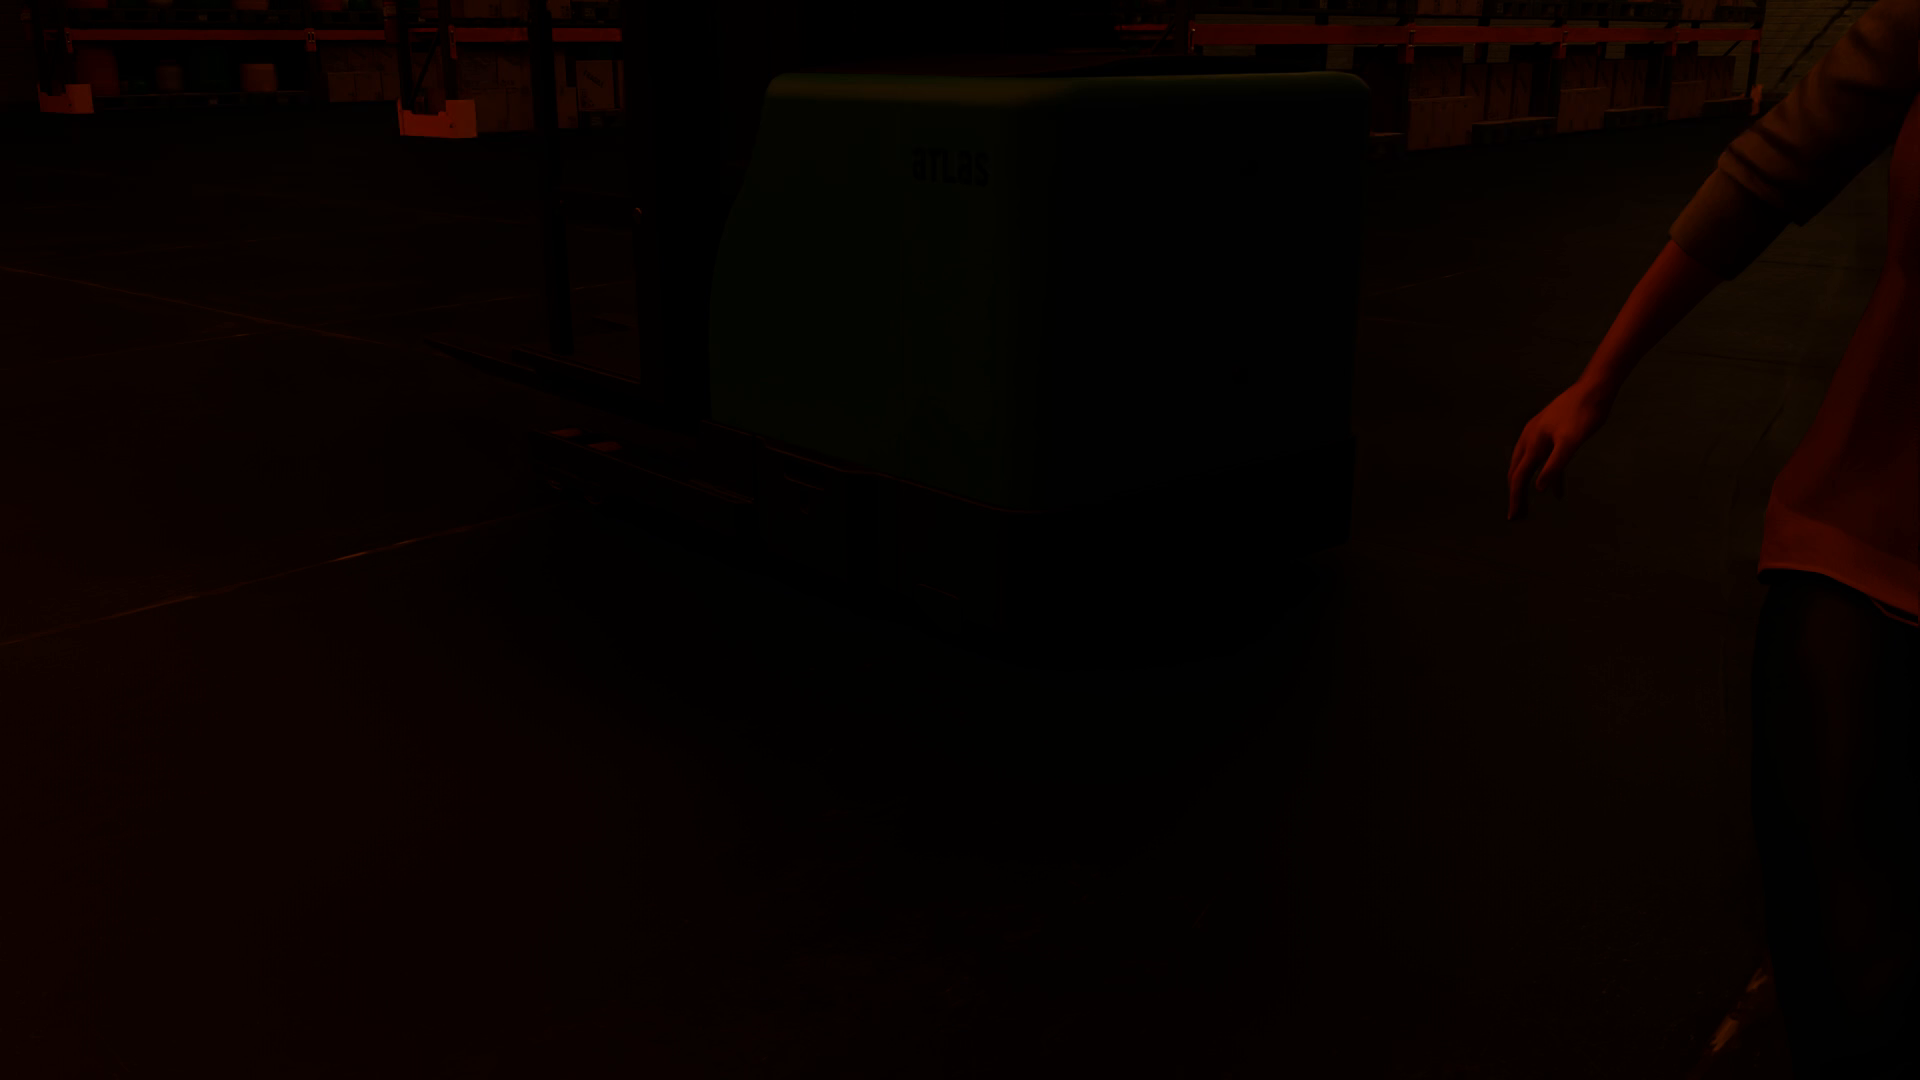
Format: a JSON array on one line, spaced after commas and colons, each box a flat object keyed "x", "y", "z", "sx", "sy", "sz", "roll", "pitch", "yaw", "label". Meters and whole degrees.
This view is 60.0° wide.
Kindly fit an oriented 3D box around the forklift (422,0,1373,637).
[{"x": -0.476, "y": -1.574, "z": 4.080, "sx": 1.130, "sy": 2.935, "sz": 3.031, "roll": -14, "pitch": 22, "yaw": -39, "label": "forklift"}]
